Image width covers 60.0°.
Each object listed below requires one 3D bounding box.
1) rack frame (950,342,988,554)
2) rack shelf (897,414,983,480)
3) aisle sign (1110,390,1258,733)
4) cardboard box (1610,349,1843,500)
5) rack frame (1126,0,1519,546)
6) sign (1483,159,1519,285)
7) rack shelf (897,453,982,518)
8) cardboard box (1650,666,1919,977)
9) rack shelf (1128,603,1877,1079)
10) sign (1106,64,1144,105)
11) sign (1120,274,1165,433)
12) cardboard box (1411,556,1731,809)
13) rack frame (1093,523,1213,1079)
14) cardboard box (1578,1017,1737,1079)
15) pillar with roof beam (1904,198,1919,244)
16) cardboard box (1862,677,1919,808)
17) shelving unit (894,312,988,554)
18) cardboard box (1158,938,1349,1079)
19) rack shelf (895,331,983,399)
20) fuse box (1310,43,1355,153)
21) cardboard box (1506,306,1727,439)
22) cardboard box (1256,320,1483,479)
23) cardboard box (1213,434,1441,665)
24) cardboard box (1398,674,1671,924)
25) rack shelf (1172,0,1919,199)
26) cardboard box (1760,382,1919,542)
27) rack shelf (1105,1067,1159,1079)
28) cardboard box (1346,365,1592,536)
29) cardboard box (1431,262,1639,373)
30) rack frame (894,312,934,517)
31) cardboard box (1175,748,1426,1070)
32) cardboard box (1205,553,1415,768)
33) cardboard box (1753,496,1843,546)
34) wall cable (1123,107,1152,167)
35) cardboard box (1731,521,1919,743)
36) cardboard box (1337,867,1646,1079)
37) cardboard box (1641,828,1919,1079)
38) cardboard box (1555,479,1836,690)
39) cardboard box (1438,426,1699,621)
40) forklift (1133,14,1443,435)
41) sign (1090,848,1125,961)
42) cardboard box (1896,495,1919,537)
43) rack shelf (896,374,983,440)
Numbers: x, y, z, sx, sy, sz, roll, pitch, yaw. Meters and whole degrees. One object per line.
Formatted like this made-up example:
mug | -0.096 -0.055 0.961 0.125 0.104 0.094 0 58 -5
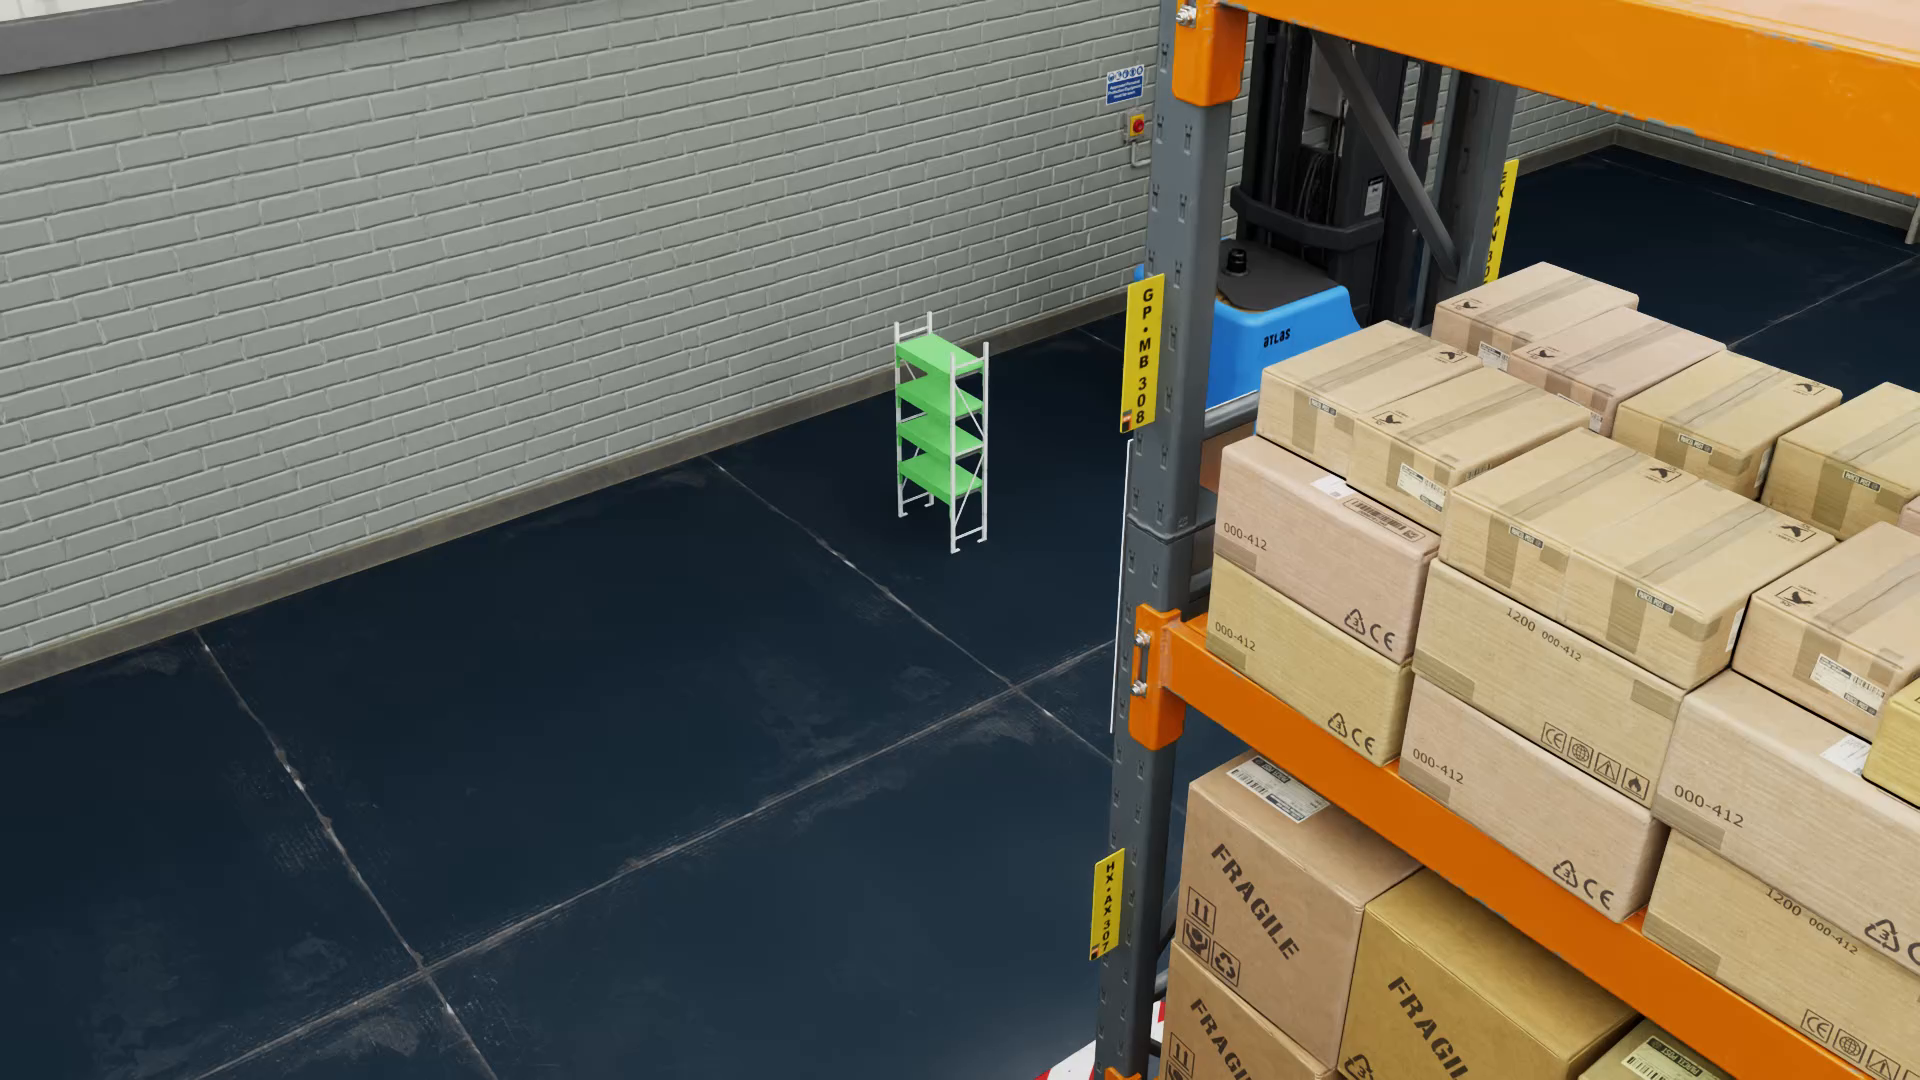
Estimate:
rack frame | 0.048 -0.477 8.881 0.240 1.200 0.015 -22 38 -31
rack shelf | -0.102 -0.524 9.078 0.258 0.148 0.480 -22 38 -31
aisle sign | 0.514 0.060 3.846 0.394 0.787 0.004 -22 38 -31
cardboard box | 1.464 -0.209 3.192 0.380 0.149 0.250 -24 39 -33
rack frame | 0.796 -1.450 3.056 1.000 3.000 0.127 -22 38 -31
sign | 1.247 -0.723 3.890 0.100 0.325 0.005 -22 38 -31
rack shelf | -0.102 -0.321 9.205 0.258 0.148 0.480 -22 38 -31
cardboard box | 1.481 0.374 2.630 0.500 0.250 0.500 -22 38 -31
rack shelf | 2.022 0.963 2.695 1.077 0.370 4.000 -22 38 -31
sign | 1.092 -3.013 11.001 0.327 0.218 0.001 -22 38 -31
sign | 0.367 -0.372 3.334 0.100 0.325 0.005 -22 38 -31
cardboard box | 1.181 0.159 2.975 0.500 0.250 0.500 -23 38 -32
rack frame | 0.796 1.098 4.639 1.000 3.000 0.127 -22 38 -31
cardboard box | 1.477 1.210 3.135 0.500 0.500 0.500 -23 39 -32
pillar with roof beam | 4.221 -4.724 8.327 9.100 9.000 0.400 -22 38 -31
cardboard box | 1.542 0.279 2.406 0.380 0.149 0.250 -21 38 -30
shelving unit | -0.102 -0.579 9.045 0.258 1.200 0.503 -22 38 -31
cardboard box | 0.853 1.206 4.089 0.500 0.500 0.500 -20 37 -29
rack shelf | -0.101 -0.932 8.825 0.258 0.148 0.480 -22 38 -31
fuse box | 2.917 -2.959 12.393 0.539 1.711 0.414 -22 38 -31
cardboard box | 1.323 -0.323 3.375 0.380 0.149 0.250 -22 38 -31
cardboard box | 0.815 -0.285 3.314 0.380 0.149 0.250 -23 38 -32
cardboard box | 0.866 -0.054 3.319 0.500 0.250 0.500 -22 38 -31
cardboard box | 1.189 0.378 3.097 0.500 0.250 0.500 -21 37 -30
rack shelf | 2.022 -0.310 1.905 1.077 0.370 4.000 -22 38 -31
cardboard box | 1.711 -0.134 3.071 0.380 0.149 0.250 -22 38 -31
rack shelf | 2.022 2.237 3.487 1.077 0.370 4.000 -22 38 -31
cardboard box | 0.957 -0.174 3.134 0.380 0.149 0.250 -21 37 -30
cardboard box | 1.232 -0.451 3.580 0.380 0.149 0.250 -23 38 -32
rack frame | -0.251 -0.680 9.208 0.240 1.200 0.015 -22 38 -31
cardboard box | 0.861 0.778 3.831 0.500 0.500 0.500 -23 38 -32
cardboard box | 0.869 0.157 3.453 0.500 0.250 0.500 -21 37 -30
cardboard box | 1.594 -0.002 3.236 0.500 0.250 0.500 -23 39 -33
wall cable | 1.168 -3.333 10.780 0.585 1.953 0.123 -22 38 -31
cardboard box | 1.455 0.138 2.632 0.380 0.149 0.250 -21 38 -30
cardboard box | 1.176 0.986 3.495 0.500 0.500 0.500 -21 38 -30
cardboard box | 1.515 0.589 2.758 0.500 0.250 0.500 -24 39 -33
cardboard box | 1.214 0.065 2.750 0.380 0.149 0.250 -22 38 -31
cardboard box | 1.066 -0.037 2.913 0.380 0.149 0.250 -22 38 -31
forklift | 2.494 -2.222 10.050 3.031 2.935 1.130 -22 38 -31
sign | 0.367 0.906 4.128 0.100 0.325 0.005 -22 38 -31
cardboard box | 1.819 -0.009 2.869 0.380 0.149 0.250 -23 39 -32
rack shelf | -0.102 -0.728 8.952 0.258 0.148 0.480 -22 38 -31
